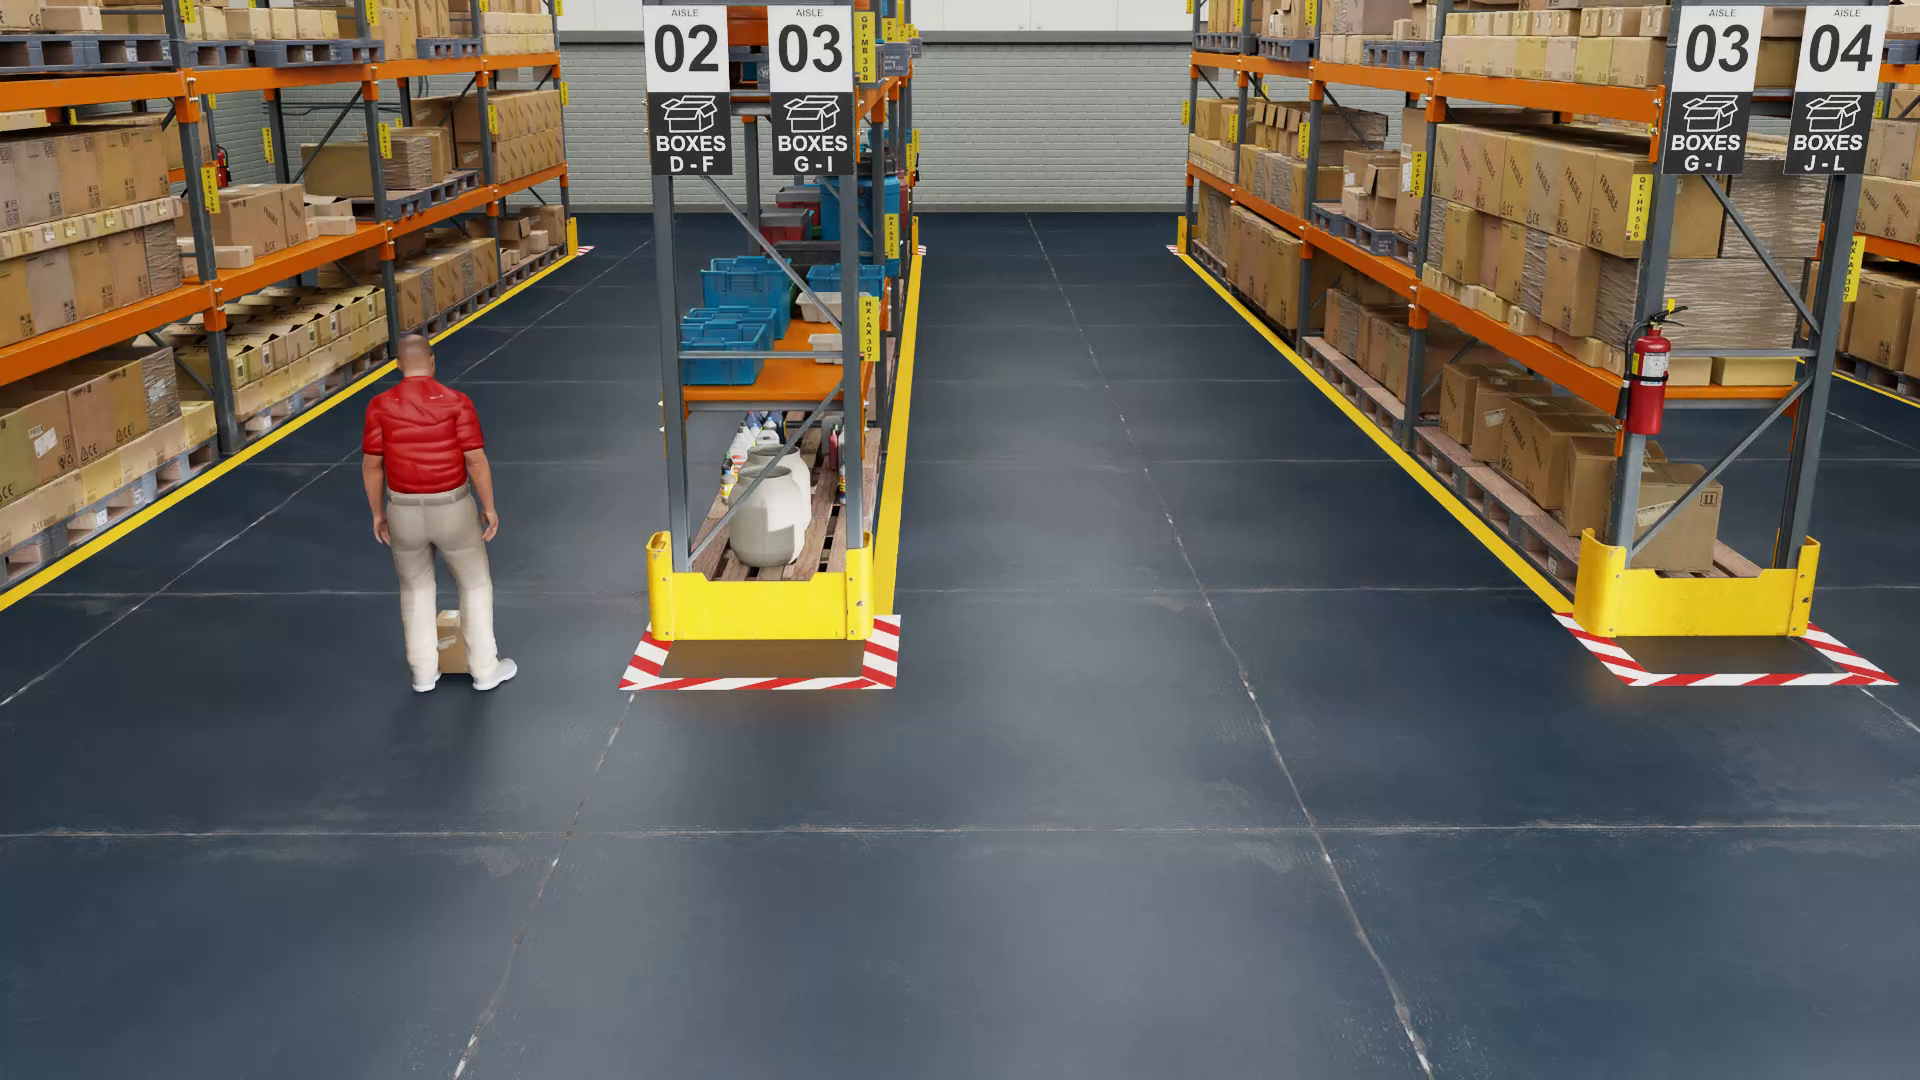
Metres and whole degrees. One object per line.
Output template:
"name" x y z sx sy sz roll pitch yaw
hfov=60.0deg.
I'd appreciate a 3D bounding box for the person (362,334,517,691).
"person" -2.513 -0.119 7.957 0.601 1.726 0.393 -1 17 -4
